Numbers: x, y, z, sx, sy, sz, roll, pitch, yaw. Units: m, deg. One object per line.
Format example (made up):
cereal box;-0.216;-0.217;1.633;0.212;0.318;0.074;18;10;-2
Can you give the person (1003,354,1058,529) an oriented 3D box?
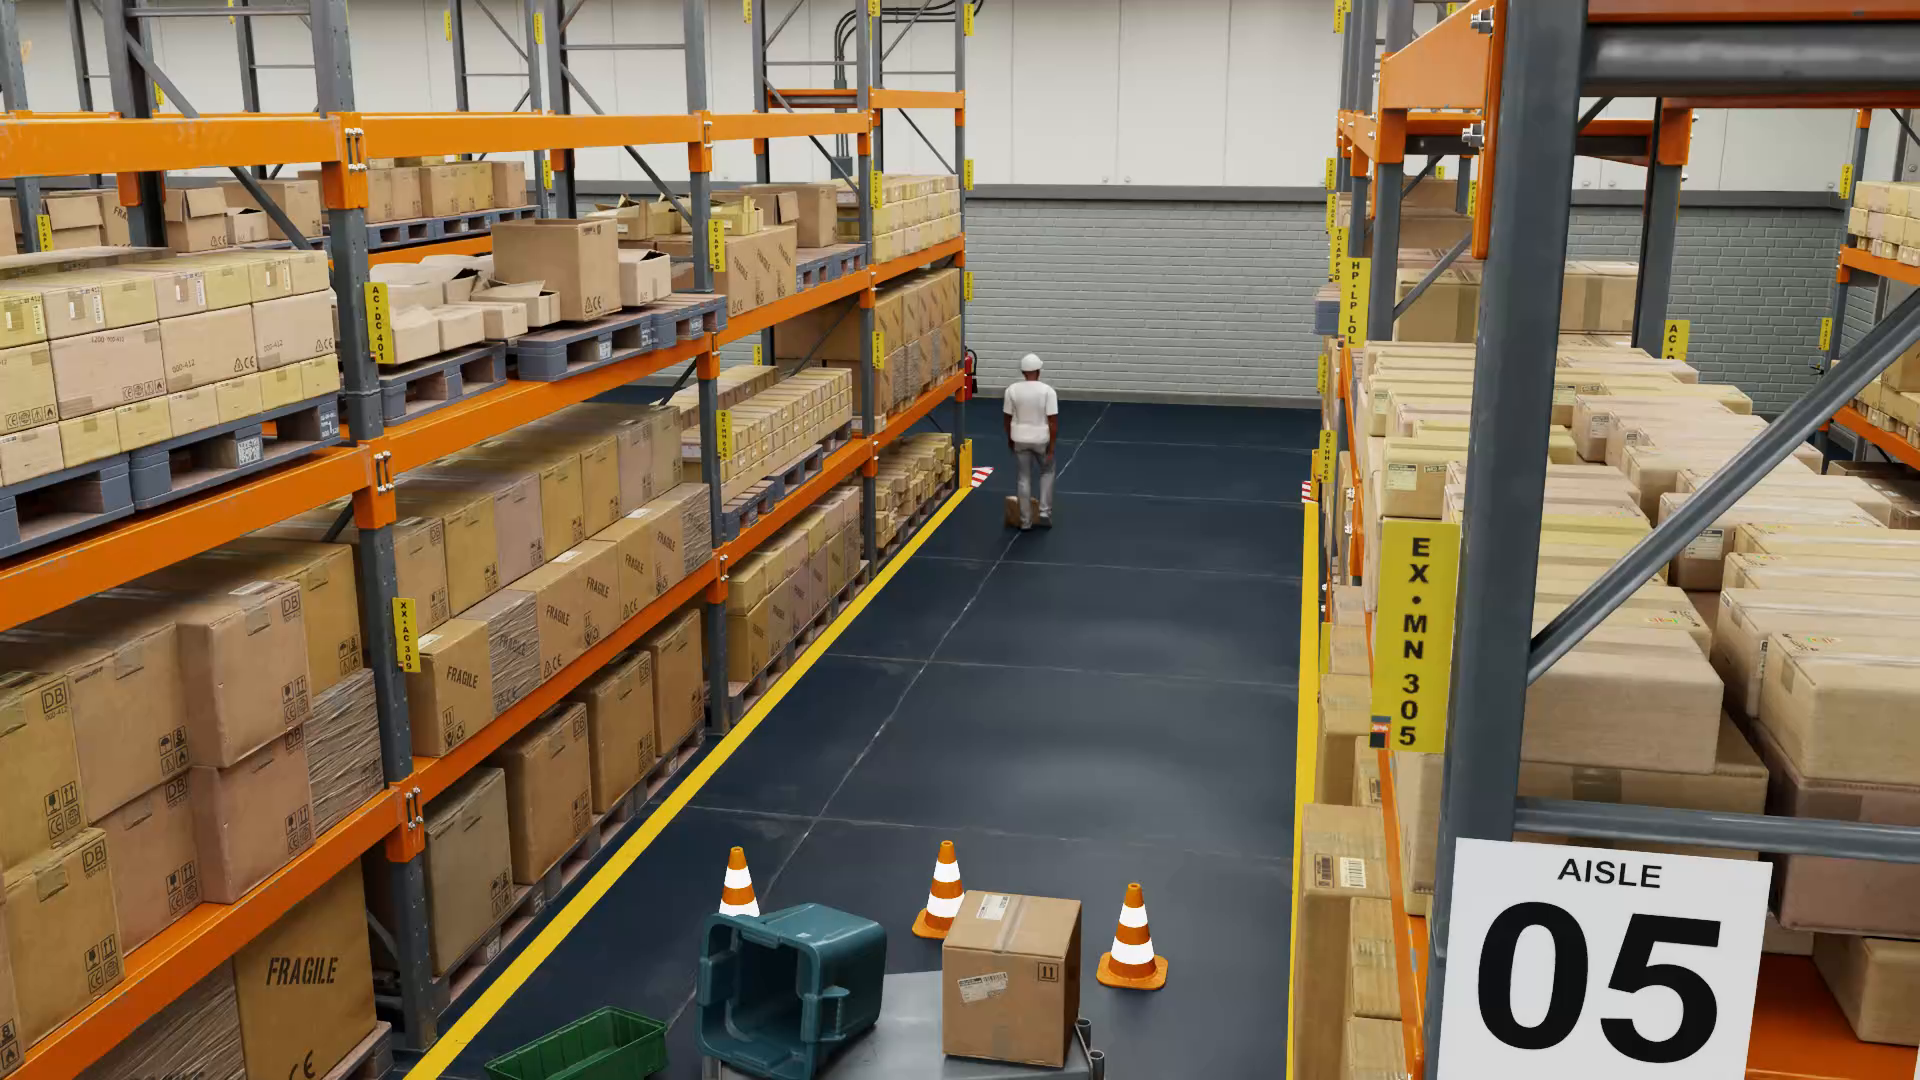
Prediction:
person;0.720;-0.973;16.755;0.567;1.829;0.513;3;15;11
